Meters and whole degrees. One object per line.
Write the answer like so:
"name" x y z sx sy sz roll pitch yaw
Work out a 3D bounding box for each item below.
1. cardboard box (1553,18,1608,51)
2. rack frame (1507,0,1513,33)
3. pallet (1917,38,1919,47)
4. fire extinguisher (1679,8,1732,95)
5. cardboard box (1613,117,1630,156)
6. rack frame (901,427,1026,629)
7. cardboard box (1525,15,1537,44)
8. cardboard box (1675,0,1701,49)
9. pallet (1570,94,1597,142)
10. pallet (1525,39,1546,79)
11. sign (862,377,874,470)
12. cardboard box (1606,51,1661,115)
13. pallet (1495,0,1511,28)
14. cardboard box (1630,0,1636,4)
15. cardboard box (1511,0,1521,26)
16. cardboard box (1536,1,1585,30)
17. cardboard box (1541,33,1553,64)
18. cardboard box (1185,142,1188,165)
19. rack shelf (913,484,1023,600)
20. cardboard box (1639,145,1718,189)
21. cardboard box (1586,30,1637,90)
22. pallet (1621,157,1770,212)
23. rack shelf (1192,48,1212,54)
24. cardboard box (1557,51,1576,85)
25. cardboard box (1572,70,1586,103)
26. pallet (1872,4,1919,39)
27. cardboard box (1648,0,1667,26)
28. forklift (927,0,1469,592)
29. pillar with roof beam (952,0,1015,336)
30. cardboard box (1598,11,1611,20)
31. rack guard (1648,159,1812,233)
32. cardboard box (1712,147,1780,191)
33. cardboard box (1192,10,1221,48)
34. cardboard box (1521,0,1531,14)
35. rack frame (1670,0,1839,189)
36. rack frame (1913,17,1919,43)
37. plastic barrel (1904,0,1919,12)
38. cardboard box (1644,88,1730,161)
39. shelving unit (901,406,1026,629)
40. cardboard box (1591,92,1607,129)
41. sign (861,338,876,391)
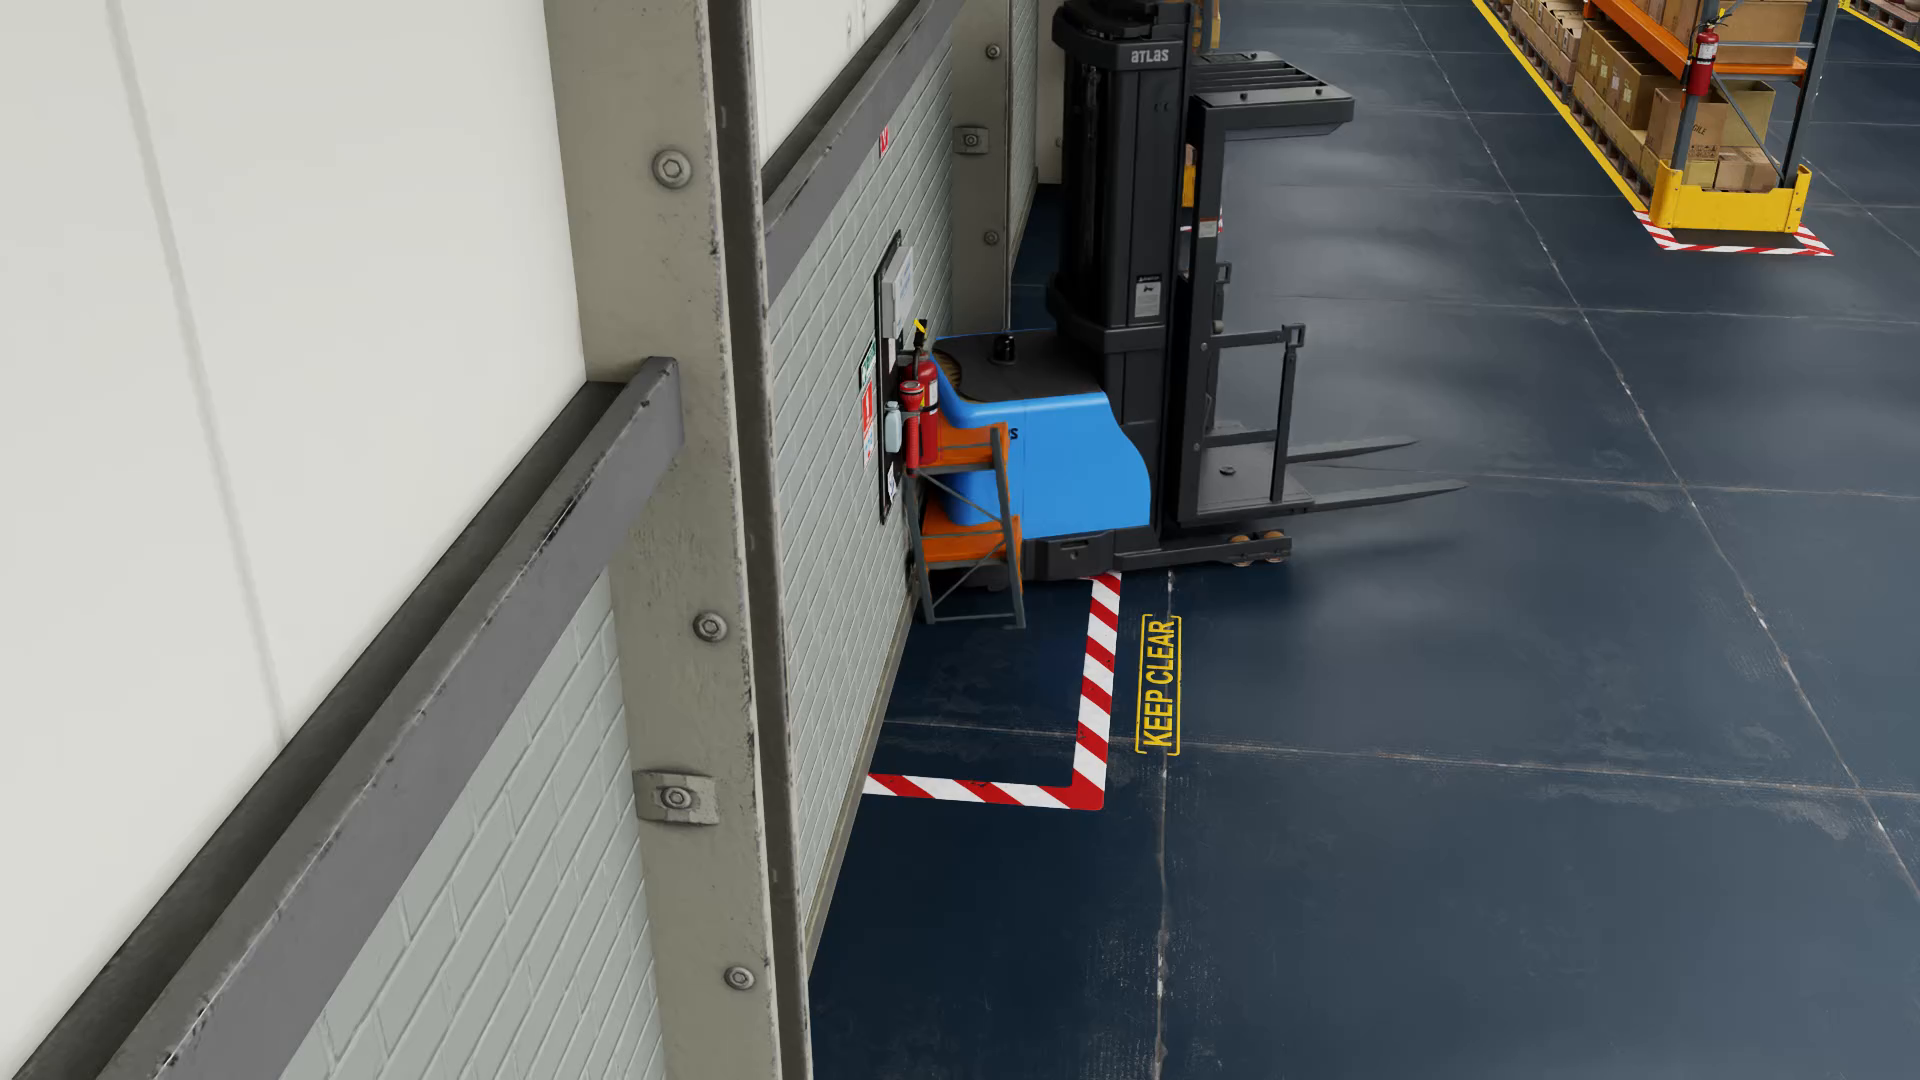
"cardboard box" 6.864 -5.603 18.352 0.500 0.311 0.500 4 29 8
"rack frame" 7.531 -7.812 20.587 1.000 3.000 0.127 3 28 6
"pallet" 12.313 -5.932 20.038 1.003 0.211 1.213 3 28 6
"fire extinguisher" 6.076 -3.983 13.563 0.296 0.674 0.183 3 28 6
"cardboard box" 6.432 -3.761 15.526 0.500 0.250 0.500 3 28 6
"rack frame" 0.010 -0.025 8.172 0.500 1.125 0.032 -4 30 8
"cardboard box" 7.057 -6.075 19.820 0.500 0.250 0.500 3 28 5
"cardboard box" 6.681 -4.556 14.440 0.700 0.500 0.500 4 29 8
"pallet" 6.902 -4.329 17.063 1.003 0.211 1.213 3 28 6
"pallet" 7.240 -5.626 19.471 1.003 0.211 1.213 3 28 6
"sign" -0.384 -0.488 6.955 0.001 0.329 0.234 3 28 6
"cardboard box" 6.492 -4.327 15.785 0.500 0.500 0.500 3 28 6
"pallet" 7.660 -6.933 21.897 1.003 0.211 1.213 3 28 6
"cardboard box" 6.935 -5.515 16.219 0.700 0.500 0.500 3 28 6
"cardboard box" 7.176 -6.557 20.714 0.500 0.250 0.500 3 28 6
"cardboard box" 6.993 -6.074 19.226 0.500 0.311 0.500 3 28 6
"cardboard box" 6.930 -5.594 18.927 0.500 0.250 0.500 4 29 7
"cardboard box" 1.808 -3.662 15.257 0.500 0.311 0.500 0 28 0
"rack shelf" 0.083 -0.076 8.729 0.538 0.278 1.000 -4 30 8
"cardboard box" 6.324 -3.290 14.650 0.500 0.250 0.500 3 28 6
"cardboard box" 6.620 -4.797 16.658 0.500 0.500 0.500 3 28 6
"pallet" 6.603 -3.181 14.931 1.003 0.211 1.213 3 28 6
"rack shelf" 1.879 -4.957 16.047 1.077 0.370 4.000 3 28 6
"cardboard box" 6.804 -5.115 18.038 0.500 0.250 0.500 3 28 6
"cardboard box" 6.684 -4.703 17.272 0.500 0.250 0.500 3 28 6
"pallet" 12.502 -6.668 21.404 1.003 0.211 1.213 3 28 6
"cardboard box" 6.808 -5.038 15.333 0.700 0.500 0.500 4 29 8
"forklift" 1.313 -1.382 8.726 3.031 2.935 1.130 -7 29 -12
"pillar with roof beam" 4.399 -4.278 7.704 9.100 9.000 0.400 3 28 6
"cardboard box" 7.468 -5.809 18.735 0.500 0.311 0.500 2 28 5
"rack guard" 6.548 -2.934 14.169 1.175 0.500 0.348 3 28 6
"cardboard box" 6.838 -3.260 14.594 0.500 0.250 0.500 3 28 6
"cardboard box" 2.009 -4.486 14.551 0.500 0.250 0.500 3 28 5
"cardboard box" 7.120 -6.556 20.121 0.500 0.311 0.500 3 28 5
"rack frame" 6.551 -4.046 13.597 1.000 3.000 0.127 3 28 6
"rack frame" 12.447 -7.522 20.050 1.000 3.000 0.127 3 28 6
"plastic barrel" 12.470 -7.114 21.472 0.421 0.512 0.421 0 28 0
"cardboard box" 6.322 -3.620 14.473 0.500 0.500 0.500 3 28 6
"shelving unit" 0.050 -0.286 8.606 0.538 1.125 1.048 -4 30 8
"cardboard box" 6.551 -4.232 16.400 0.500 0.250 0.500 3 28 6
"sign" -0.375 -0.723 6.833 0.001 0.109 0.331 3 28 6
